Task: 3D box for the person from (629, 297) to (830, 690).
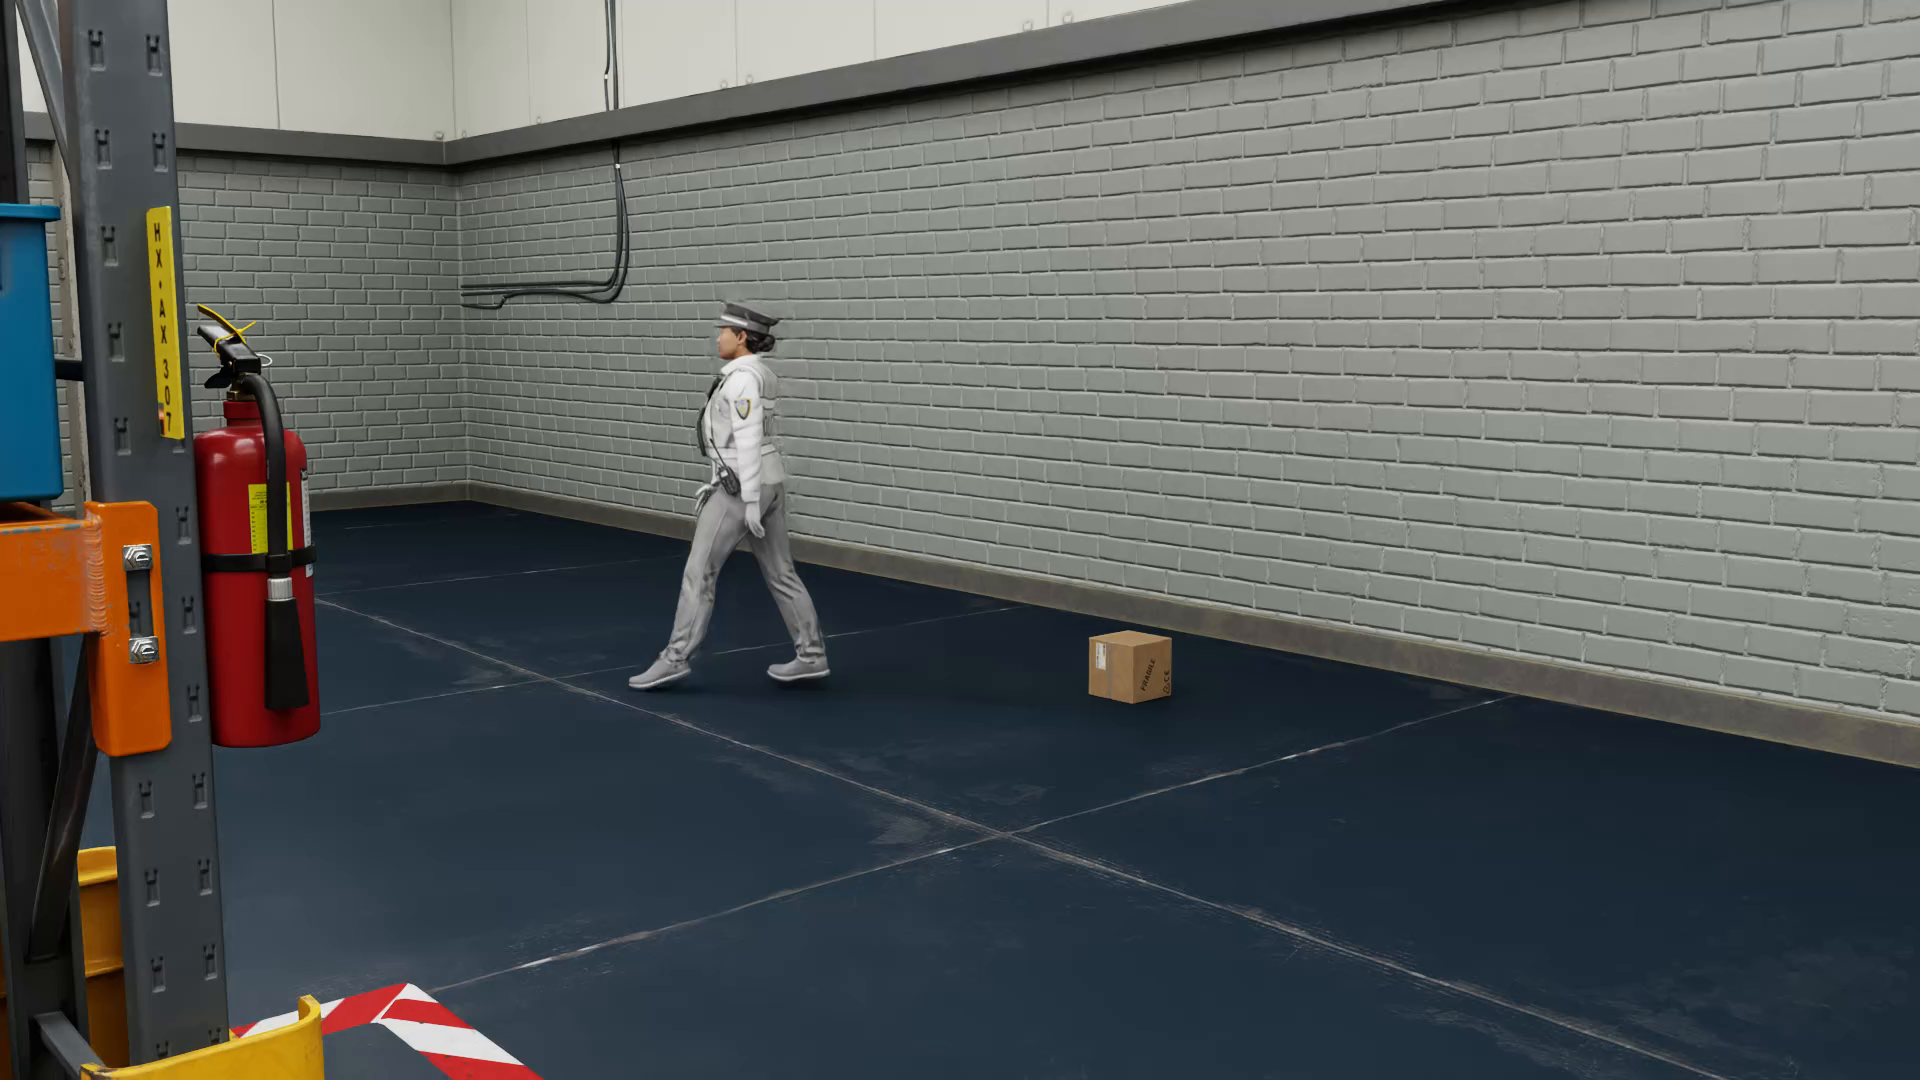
[{"bbox_3d":[-0.991,-0.197,7.148,0.862,1.679,0.501,1,8,11],"label":"person"}]
